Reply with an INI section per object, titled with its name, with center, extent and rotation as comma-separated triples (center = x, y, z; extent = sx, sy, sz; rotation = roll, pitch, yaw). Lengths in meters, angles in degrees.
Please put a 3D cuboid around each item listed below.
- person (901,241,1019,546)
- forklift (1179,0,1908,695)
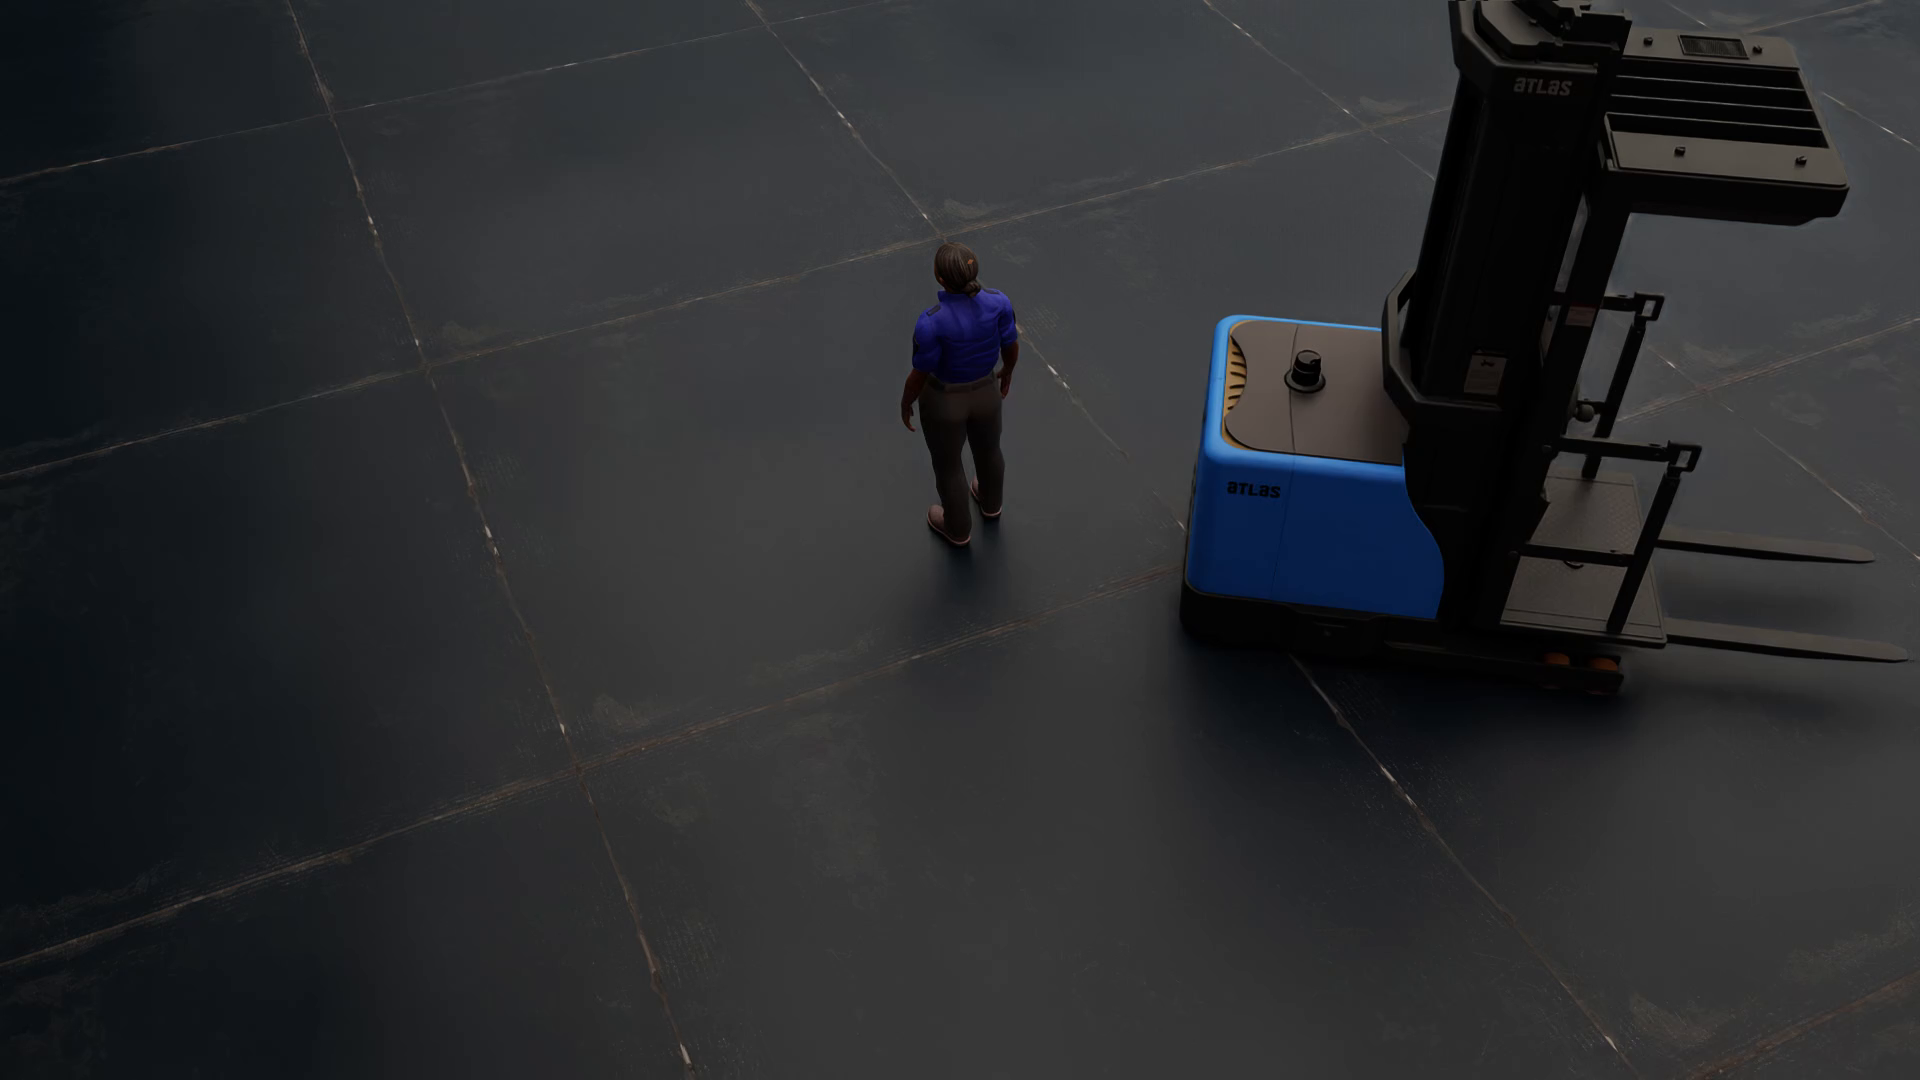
[person]
center = -0.019, -0.670, 7.323
extent = 0.569, 1.655, 0.504
rotation = -18, 46, -18
[forklift]
center = 2.535, -0.801, 6.538
extent = 3.031, 2.935, 1.130
rotation = 7, 43, 7
